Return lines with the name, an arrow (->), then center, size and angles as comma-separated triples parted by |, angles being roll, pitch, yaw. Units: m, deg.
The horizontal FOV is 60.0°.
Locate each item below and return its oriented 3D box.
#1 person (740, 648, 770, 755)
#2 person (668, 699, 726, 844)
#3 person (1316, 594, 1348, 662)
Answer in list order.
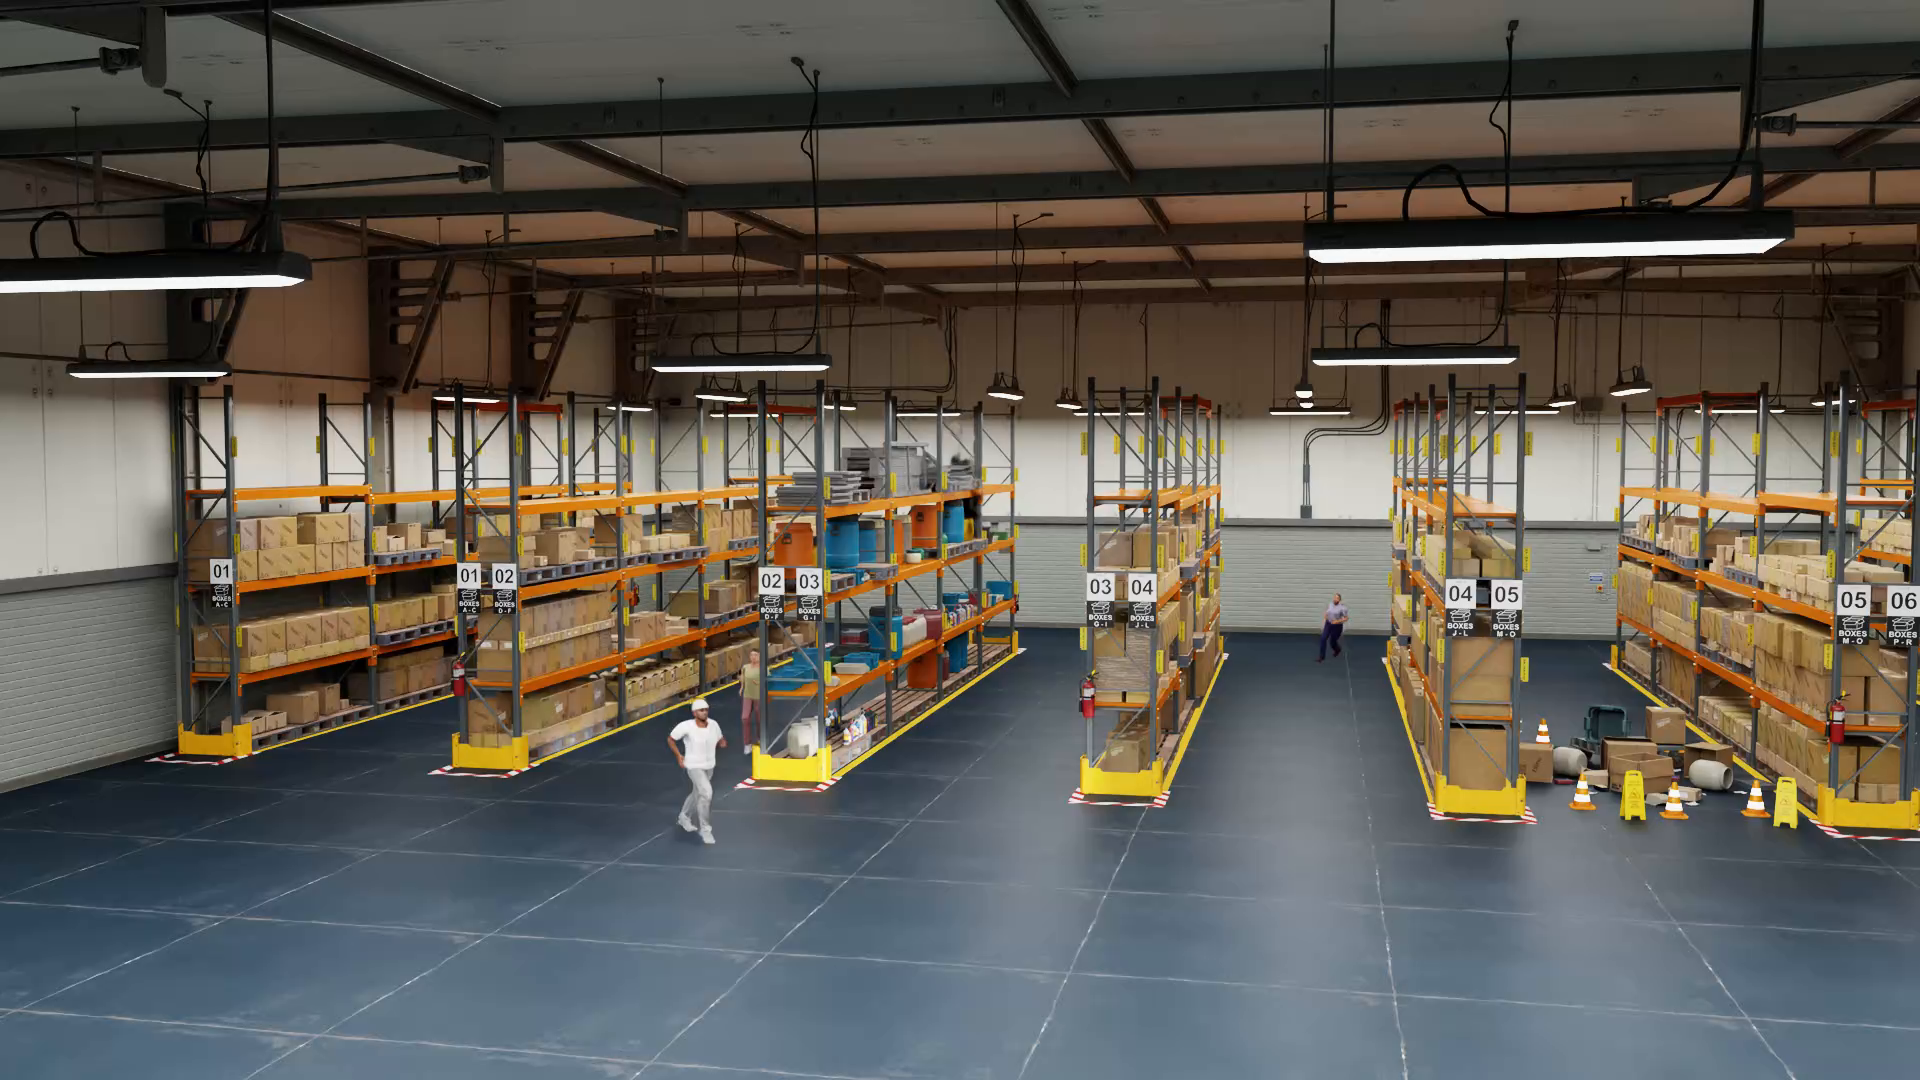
person -> -3.374, 2.634, 27.349 | 0.545, 1.724, 0.739 | 0, 3, 4
person -> -3.326, 2.937, 21.294 | 0.788, 1.831, 0.665 | 3, 4, 40
person -> 8.731, 2.036, 38.702 | 0.650, 1.594, 0.837 | 3, 4, 39
